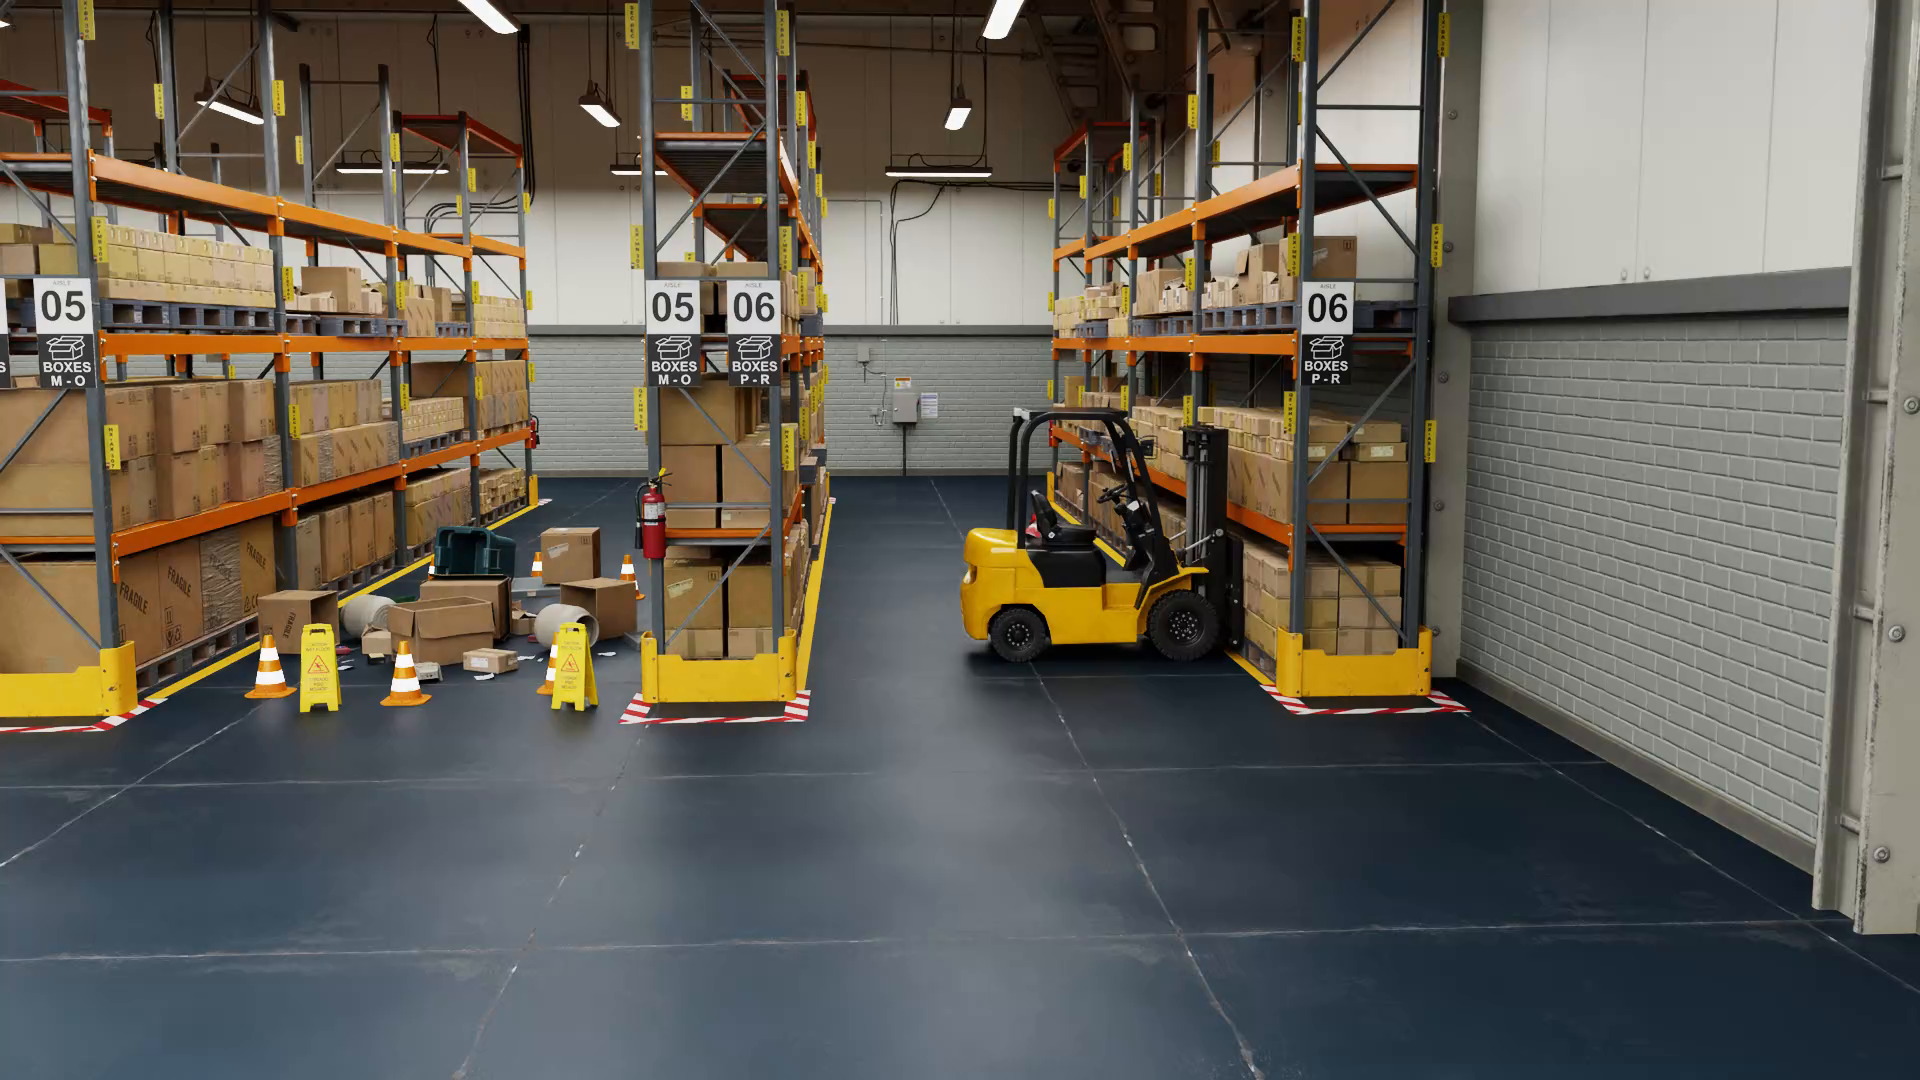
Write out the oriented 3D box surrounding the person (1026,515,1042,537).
[{"bbox_3d":[0.897,0.242,17.018,0.534,0.990,0.911,-1,7,-5],"label":"person"}]
